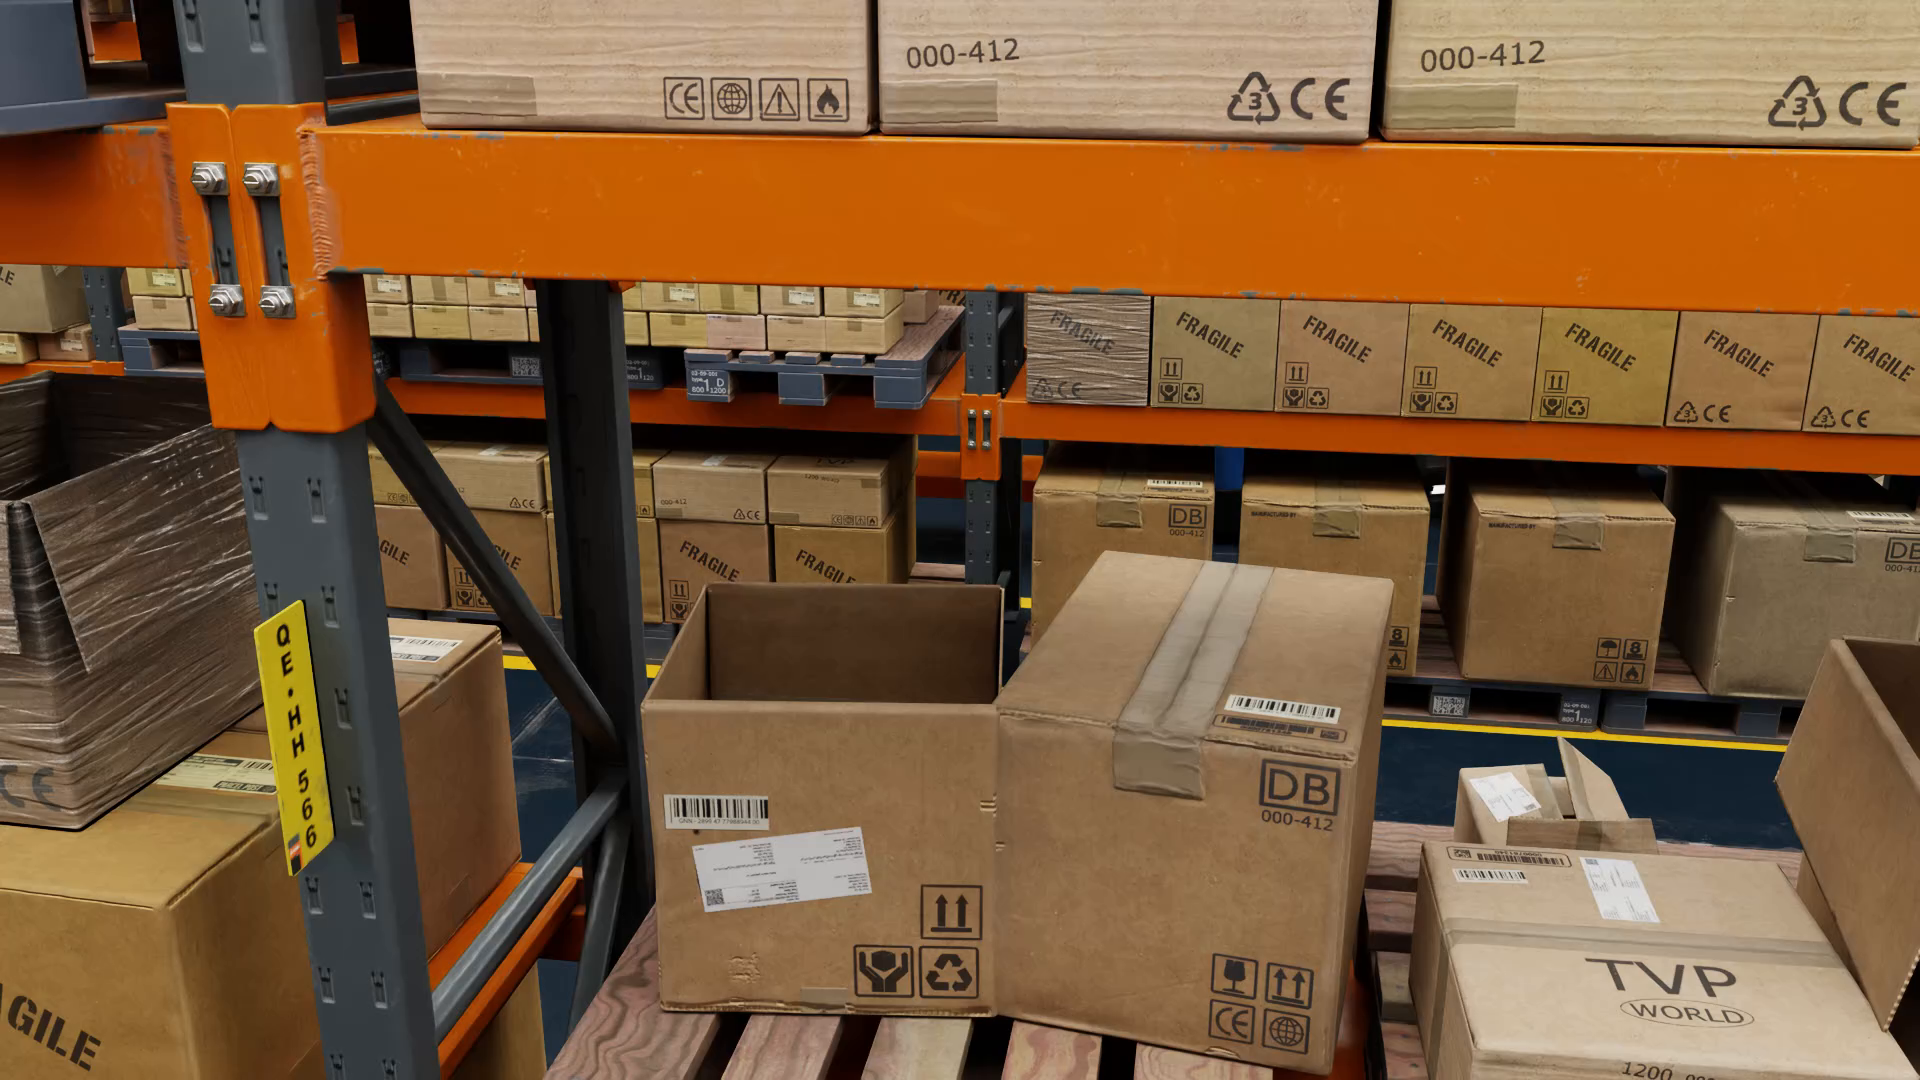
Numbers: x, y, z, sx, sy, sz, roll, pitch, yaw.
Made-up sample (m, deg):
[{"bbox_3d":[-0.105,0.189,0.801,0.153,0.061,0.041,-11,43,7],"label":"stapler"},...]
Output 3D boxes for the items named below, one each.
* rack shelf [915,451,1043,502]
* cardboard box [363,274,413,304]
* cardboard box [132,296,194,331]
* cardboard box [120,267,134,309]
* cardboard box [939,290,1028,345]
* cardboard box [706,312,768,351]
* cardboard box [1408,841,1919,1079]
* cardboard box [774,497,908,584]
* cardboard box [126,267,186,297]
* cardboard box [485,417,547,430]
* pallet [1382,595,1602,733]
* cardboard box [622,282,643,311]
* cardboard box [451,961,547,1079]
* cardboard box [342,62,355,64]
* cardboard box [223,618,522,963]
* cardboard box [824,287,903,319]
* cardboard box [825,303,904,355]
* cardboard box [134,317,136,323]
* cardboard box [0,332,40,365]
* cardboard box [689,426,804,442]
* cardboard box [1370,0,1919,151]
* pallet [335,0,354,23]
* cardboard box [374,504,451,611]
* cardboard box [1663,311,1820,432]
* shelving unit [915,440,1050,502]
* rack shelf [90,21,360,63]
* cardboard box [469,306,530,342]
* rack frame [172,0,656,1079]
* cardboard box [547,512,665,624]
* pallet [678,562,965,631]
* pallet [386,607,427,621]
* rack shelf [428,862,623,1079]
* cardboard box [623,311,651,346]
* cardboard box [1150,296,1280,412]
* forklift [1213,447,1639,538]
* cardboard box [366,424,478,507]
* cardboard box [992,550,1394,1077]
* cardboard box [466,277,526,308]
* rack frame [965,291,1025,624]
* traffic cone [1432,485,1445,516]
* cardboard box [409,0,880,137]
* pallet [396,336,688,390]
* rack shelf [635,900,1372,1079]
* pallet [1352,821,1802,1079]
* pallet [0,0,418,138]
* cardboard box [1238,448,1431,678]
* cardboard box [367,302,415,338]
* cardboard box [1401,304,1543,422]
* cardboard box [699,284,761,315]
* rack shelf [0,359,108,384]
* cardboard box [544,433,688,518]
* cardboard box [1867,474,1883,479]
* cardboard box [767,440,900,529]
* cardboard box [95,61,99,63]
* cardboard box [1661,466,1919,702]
[{"bbox_3d":[-0.007,-0.302,9.203,1.000,0.278,0.538,3,19,9],"label":"rack shelf"},{"bbox_3d":[-2.437,-1.139,7.244,0.250,0.149,0.380,4,19,11],"label":"cardboard box"},{"bbox_3d":[-3.471,-1.049,7.444,0.250,0.149,0.380,2,19,6],"label":"cardboard box"},{"bbox_3d":[-4.236,-1.425,8.208,0.500,0.500,0.500,3,19,8],"label":"cardboard box"},{"bbox_3d":[0.179,-1.739,12.461,0.875,0.875,0.875,3,19,8],"label":"cardboard box"},{"bbox_3d":[-0.897,-0.918,7.053,0.250,0.149,0.380,3,19,10],"label":"cardboard box"},{"bbox_3d":[0.894,0.646,2.220,0.500,0.250,0.500,2,19,7],"label":"cardboard box"},{"bbox_3d":[-0.529,0.104,7.543,0.500,0.500,0.500,3,19,8],"label":"cardboard box"},{"bbox_3d":[-3.471,-1.190,7.397,0.250,0.149,0.380,3,19,10],"label":"cardboard box"},{"bbox_3d":[-1.982,-0.491,8.140,0.500,0.250,0.500,2,19,6],"label":"cardboard box"},{"bbox_3d":[2.130,0.517,7.427,1.213,0.211,1.003,3,19,9],"label":"pallet"},{"bbox_3d":[-1.414,-1.086,7.086,0.250,0.149,0.380,3,19,8],"label":"cardboard box"},{"bbox_3d":[-1.402,1.385,3.124,0.875,0.875,1.225,2,19,6],"label":"cardboard box"},{"bbox_3d":[-4.450,-3.505,12.295,0.250,0.149,0.380,3,19,8],"label":"cardboard box"},{"bbox_3d":[-1.161,0.460,3.042,0.500,0.500,0.500,3,19,10],"label":"cardboard box"},{"bbox_3d":[-0.398,-1.035,6.933,0.250,0.149,0.380,3,19,10],"label":"cardboard box"},{"bbox_3d":[-0.398,-0.892,6.976,0.250,0.149,0.380,3,19,10],"label":"cardboard box"},{"bbox_3d":[-4.015,-1.130,8.349,0.250,0.149,0.380,4,19,11],"label":"cardboard box"},{"bbox_3d":[-4.378,-0.933,7.761,0.250,0.149,0.380,2,19,7],"label":"cardboard box"},{"bbox_3d":[-0.981,-0.437,7.977,0.500,0.250,0.500,3,19,8],"label":"cardboard box"},{"bbox_3d":[0.715,-0.582,1.823,0.500,0.250,0.500,3,19,10],"label":"cardboard box"},{"bbox_3d":[-2.170,-2.350,7.169,1.003,0.211,1.213,3,19,9],"label":"pallet"},{"bbox_3d":[-2.577,0.000,7.853,0.500,0.500,0.500,4,19,11],"label":"cardboard box"},{"bbox_3d":[3.055,-0.745,6.646,0.500,0.500,0.500,3,19,8],"label":"cardboard box"},{"bbox_3d":[-0.007,-0.534,9.126,1.048,1.125,0.538,3,19,9],"label":"shelving unit"},{"bbox_3d":[-1.813,-2.113,7.298,4.000,0.370,1.077,3,19,9],"label":"rack shelf"},{"bbox_3d":[-1.933,-0.971,7.212,0.250,0.149,0.380,2,19,6],"label":"cardboard box"},{"bbox_3d":[-0.724,0.617,2.733,0.053,2.616,0.949,3,19,9],"label":"rack frame"},{"bbox_3d":[-1.566,0.055,7.689,0.500,0.500,0.500,2,19,6],"label":"cardboard box"},{"bbox_3d":[-0.609,0.351,7.920,1.213,0.211,1.003,3,19,9],"label":"pallet"},{"bbox_3d":[-3.018,0.229,8.287,1.213,0.211,1.003,3,19,9],"label":"pallet"},{"bbox_3d":[-2.699,0.858,3.145,4.000,0.370,1.077,3,19,9],"label":"rack shelf"},{"bbox_3d":[-1.408,-0.945,7.133,0.250,0.149,0.380,2,19,6],"label":"cardboard box"},{"bbox_3d":[1.065,-0.847,6.949,0.500,0.500,0.500,3,19,8],"label":"cardboard box"},{"bbox_3d":[2.681,-1.642,9.591,3.031,2.935,1.130,-5,19,-15],"label":"forklift"},{"bbox_3d":[-2.573,-0.356,7.735,0.500,0.250,0.500,3,19,10],"label":"cardboard box"},{"bbox_3d":[0.382,0.382,2.613,0.500,0.500,0.700,6,19,17],"label":"cardboard box"},{"bbox_3d":[-1.927,-1.112,7.163,0.250,0.149,0.380,3,19,8],"label":"cardboard box"},{"bbox_3d":[0.162,-0.931,7.359,0.127,3.000,1.000,3,19,9],"label":"rack frame"},{"bbox_3d":[2.906,-0.408,9.793,0.334,0.463,0.336,3,19,9],"label":"traffic cone"},{"bbox_3d":[-0.301,-0.630,1.969,0.500,0.250,0.500,3,19,10],"label":"cardboard box"},{"bbox_3d":[-1.799,-0.927,7.649,1.213,0.211,1.003,3,19,9],"label":"pallet"},{"bbox_3d":[1.250,1.059,2.543,4.000,0.370,1.077,3,19,9],"label":"rack shelf"},{"bbox_3d":[1.237,0.795,2.501,1.213,0.211,1.003,3,19,9],"label":"pallet"},{"bbox_3d":[-1.369,-0.731,2.331,1.003,0.211,1.213,4,19,11],"label":"pallet"},{"bbox_3d":[1.613,0.038,7.345,0.750,0.750,1.050,3,19,9],"label":"cardboard box"},{"bbox_3d":[-2.451,-0.997,7.290,0.250,0.149,0.380,2,19,6],"label":"cardboard box"},{"bbox_3d":[2.054,-0.795,6.796,0.500,0.500,0.500,3,19,8],"label":"cardboard box"},{"bbox_3d":[-0.922,-1.060,7.009,0.250,0.149,0.380,3,19,10],"label":"cardboard box"},{"bbox_3d":[-5.762,-0.892,8.376,4.000,0.370,1.077,3,19,9],"label":"rack shelf"},{"bbox_3d":[-1.554,-0.305,7.584,0.500,0.250,0.500,3,19,10],"label":"cardboard box"},{"bbox_3d":[5.639,-0.621,10.368,0.500,0.500,0.500,-15,24,-38],"label":"cardboard box"},{"bbox_3d":[-0.555,-0.253,7.427,0.500,0.250,0.500,2,19,7],"label":"cardboard box"},{"bbox_3d":[-6.475,-3.623,12.649,0.250,0.149,0.380,3,19,10],"label":"cardboard box"},{"bbox_3d":[3.484,0.135,7.057,0.750,0.750,1.050,3,19,8],"label":"cardboard box"}]
